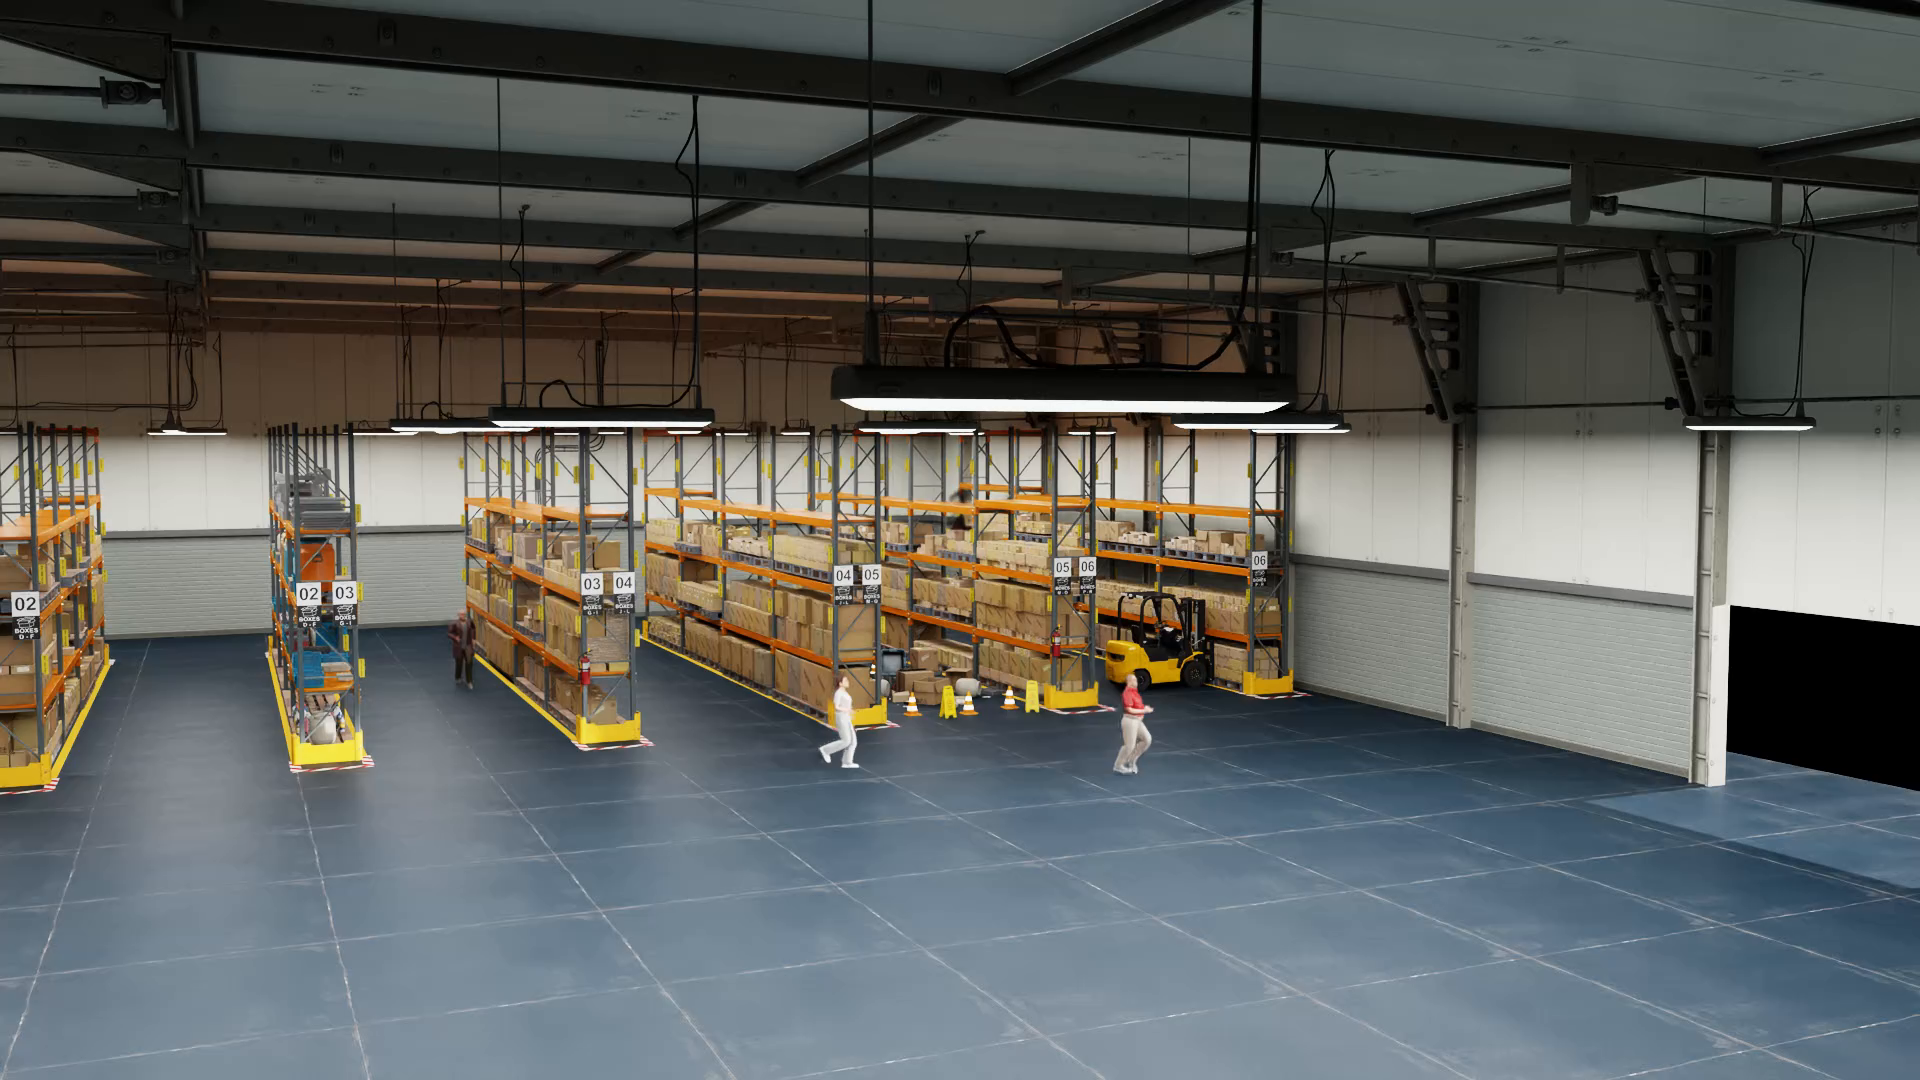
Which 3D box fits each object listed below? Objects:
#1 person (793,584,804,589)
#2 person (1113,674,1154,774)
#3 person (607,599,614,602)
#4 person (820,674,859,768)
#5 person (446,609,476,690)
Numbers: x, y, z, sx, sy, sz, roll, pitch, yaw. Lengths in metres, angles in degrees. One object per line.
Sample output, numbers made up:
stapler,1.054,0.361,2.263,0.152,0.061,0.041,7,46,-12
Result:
person,-4.909,1.779,51.100,0.872,1.658,0.637,-1,4,-18
person,2.972,3.140,28.305,0.678,1.728,0.641,1,4,22
person,-10.122,2.011,47.809,0.598,1.582,0.490,2,4,33
person,-2.075,3.146,28.839,0.685,1.624,0.558,1,4,11
person,-11.444,2.543,38.204,0.707,1.751,0.891,-2,4,-28
